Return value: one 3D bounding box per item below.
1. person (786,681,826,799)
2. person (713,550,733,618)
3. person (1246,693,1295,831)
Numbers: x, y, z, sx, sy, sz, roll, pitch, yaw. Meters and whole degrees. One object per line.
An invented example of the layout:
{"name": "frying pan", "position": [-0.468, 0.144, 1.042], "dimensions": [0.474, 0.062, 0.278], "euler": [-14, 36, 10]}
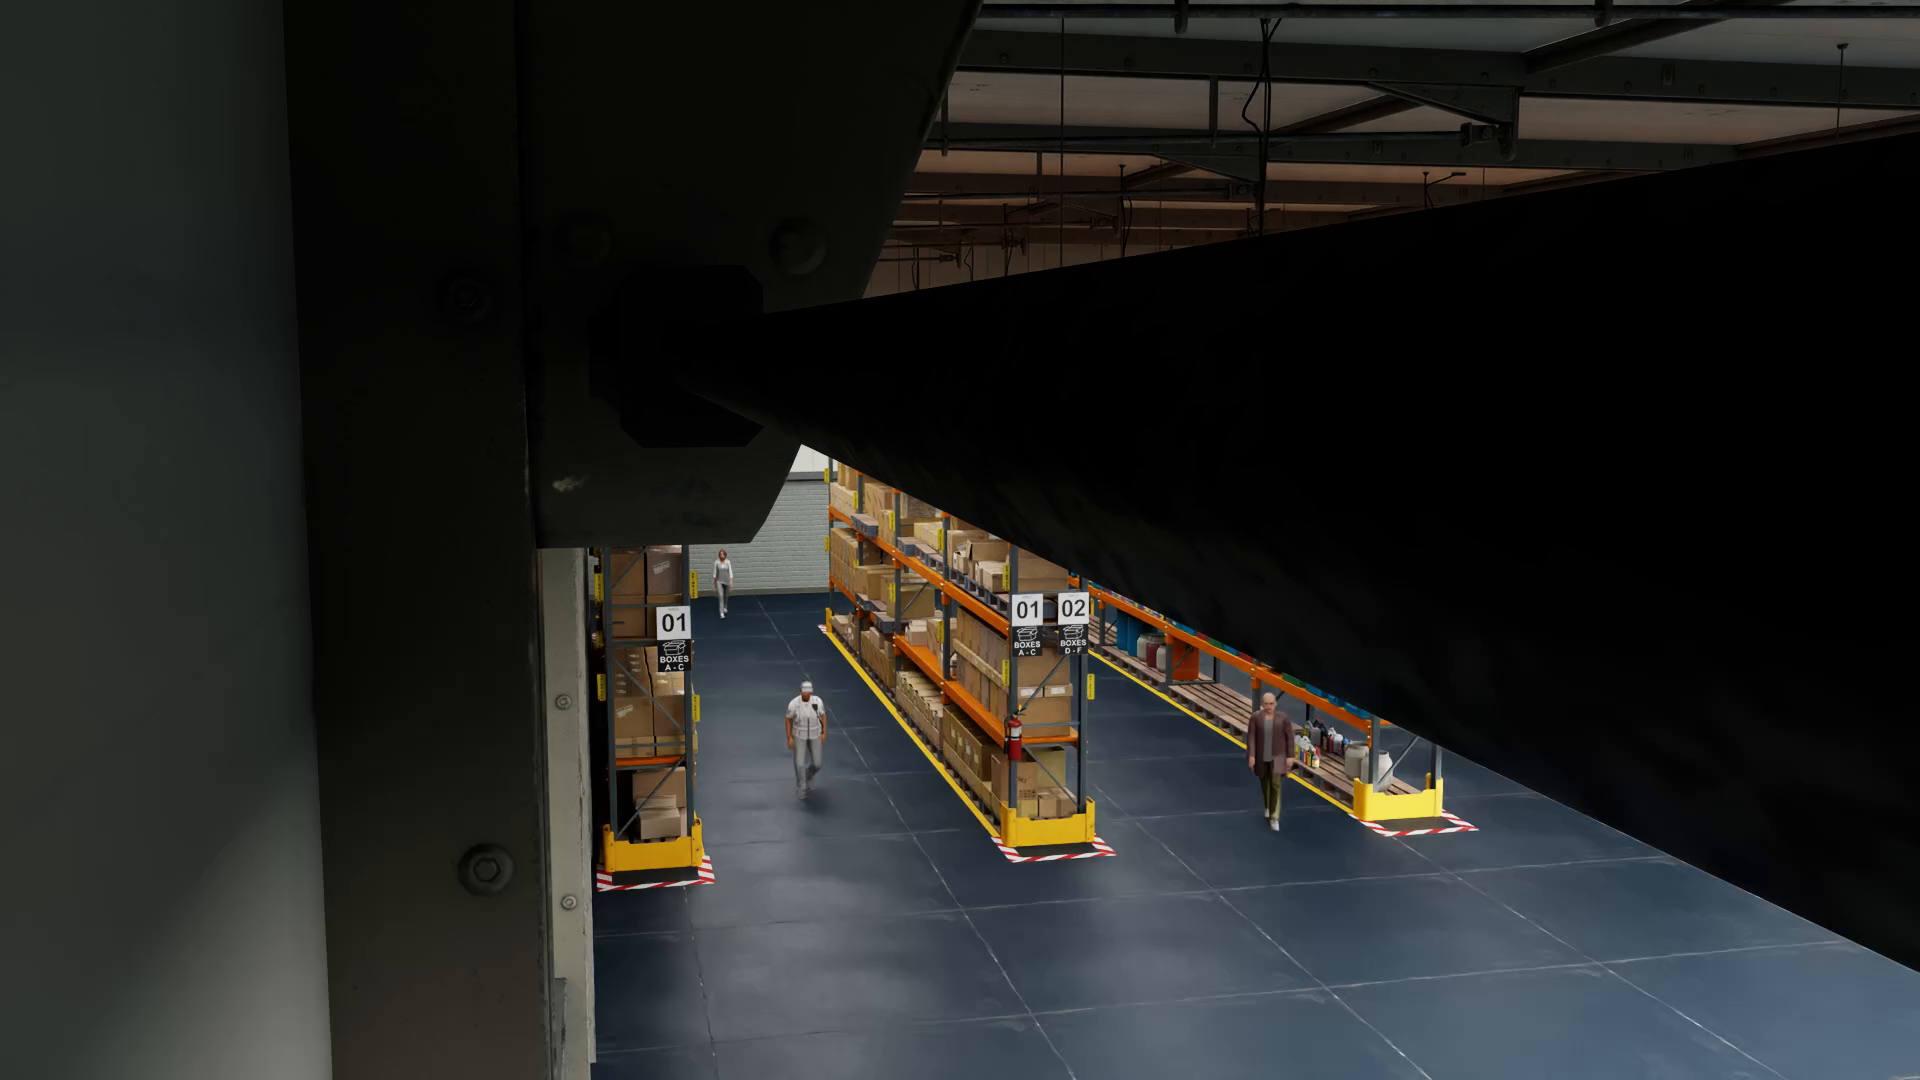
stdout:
{"name": "person", "position": [-2.161, 2.766, 23.327], "dimensions": [0.571, 1.647, 0.592], "euler": [-1, 7, -10]}
{"name": "person", "position": [-5.464, 0.990, 38.369], "dimensions": [0.432, 1.540, 0.972], "euler": [-2, 7, -14]}
{"name": "person", "position": [4.048, 2.863, 21.785], "dimensions": [0.611, 1.735, 1.064], "euler": [3, 7, 24]}
